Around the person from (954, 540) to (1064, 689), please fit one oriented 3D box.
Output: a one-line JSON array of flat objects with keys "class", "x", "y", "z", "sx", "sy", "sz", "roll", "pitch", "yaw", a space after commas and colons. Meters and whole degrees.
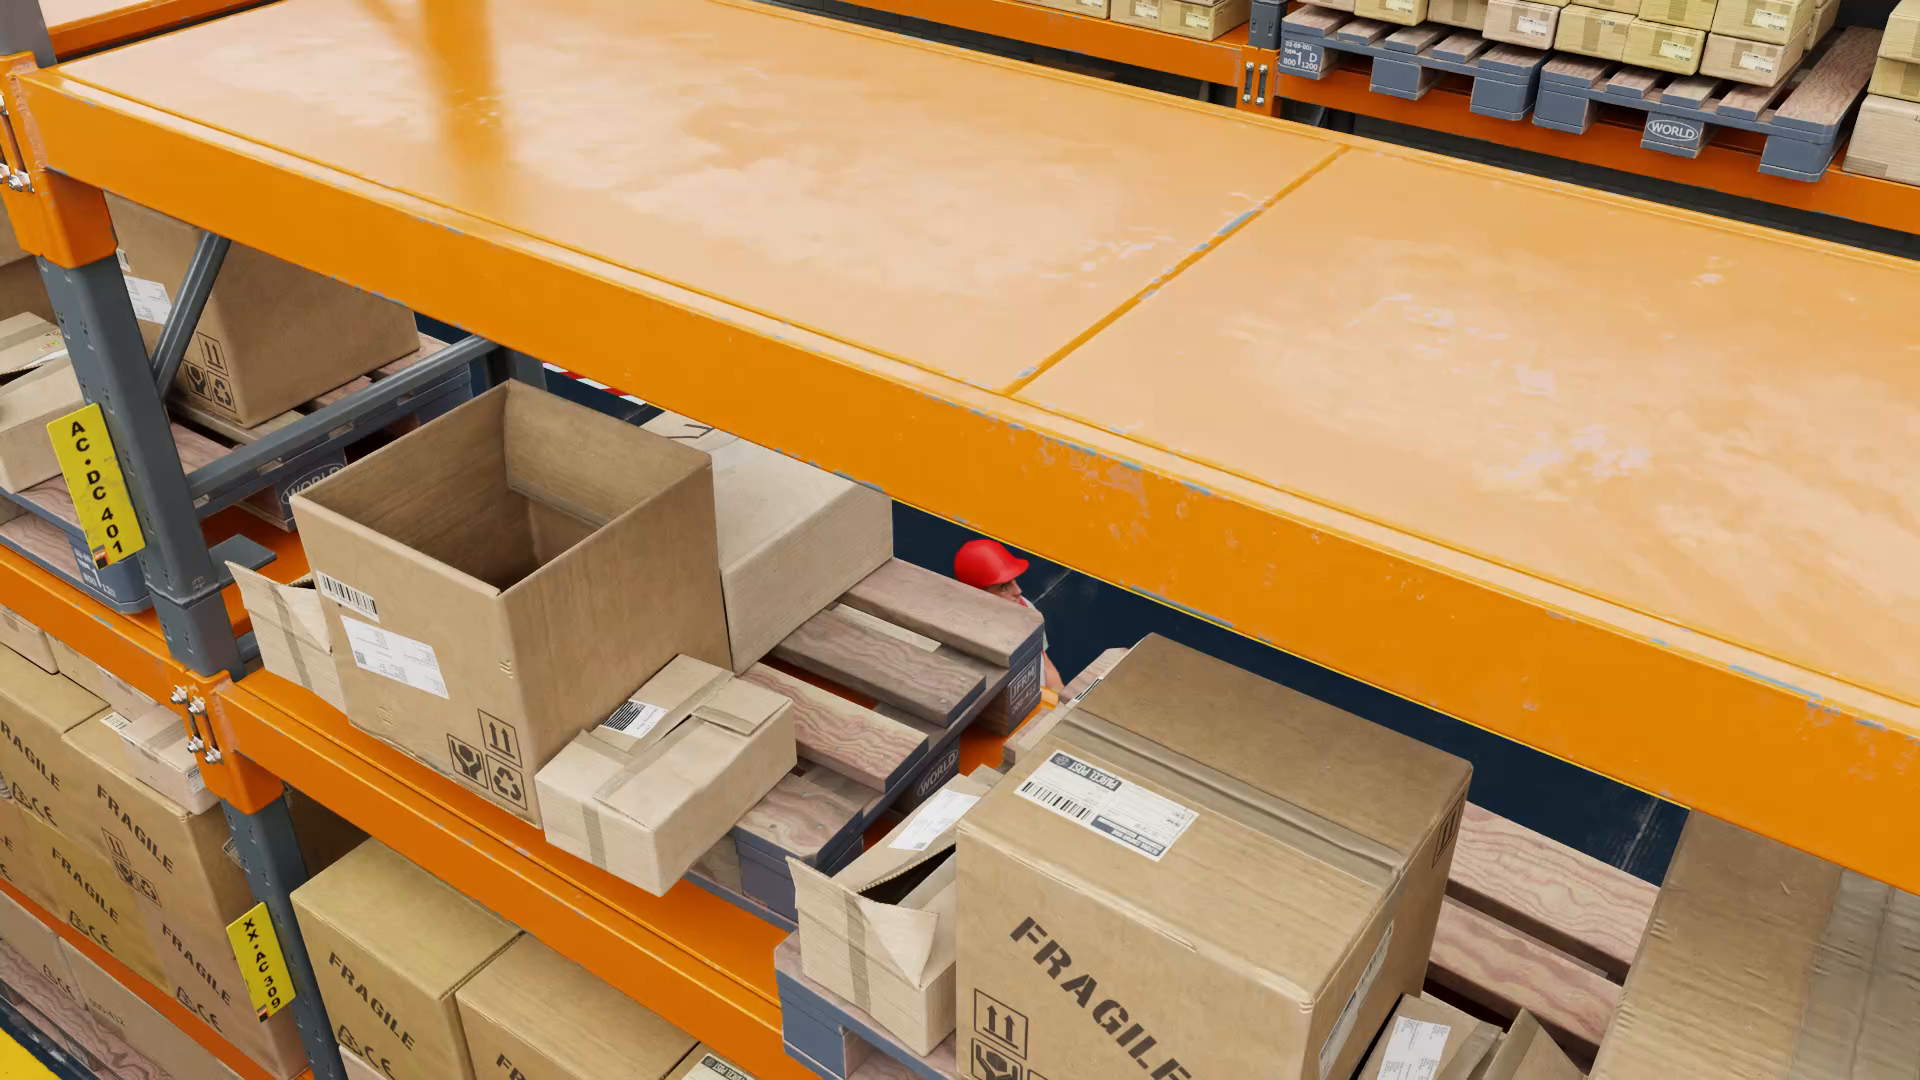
[{"class": "person", "x": 0.219, "y": 0.804, "z": 6.122, "sx": 0.563, "sy": 1.783, "sz": 0.494, "roll": 21, "pitch": 40, "yaw": 28}]
